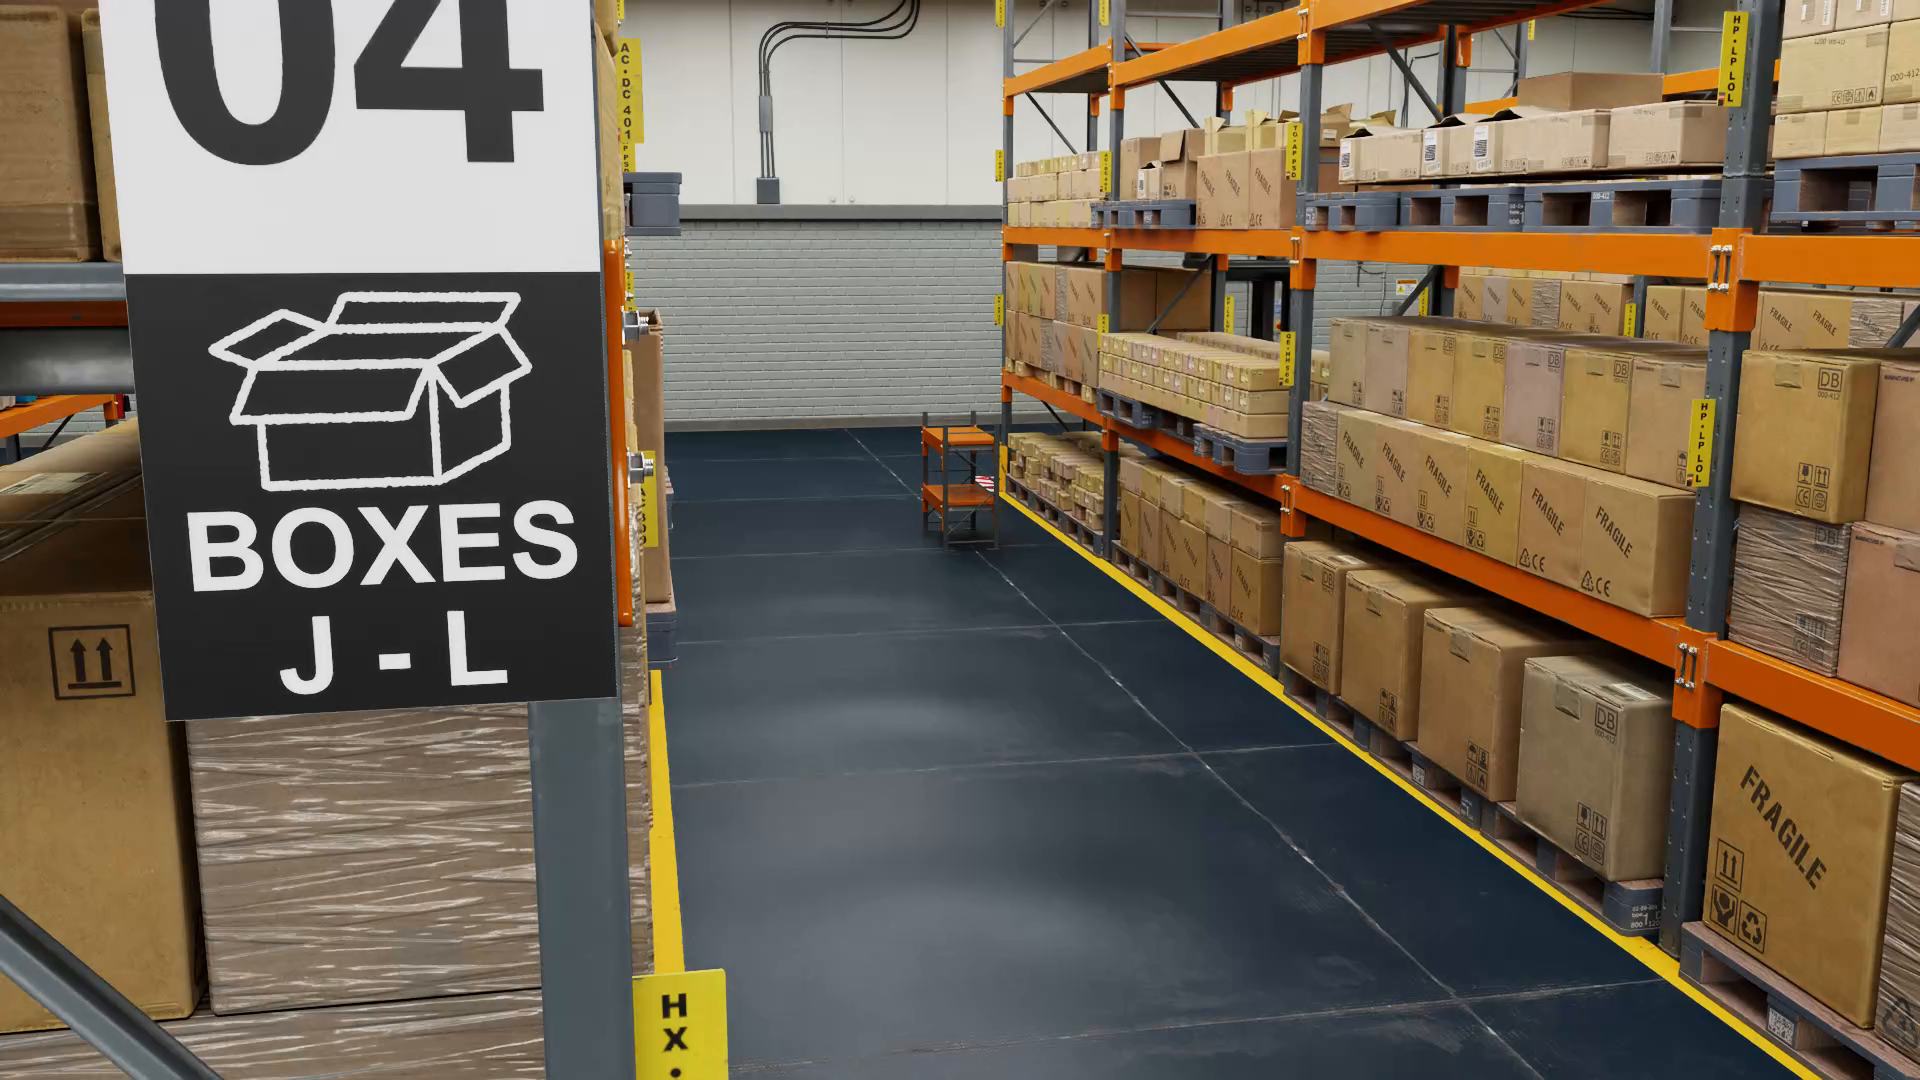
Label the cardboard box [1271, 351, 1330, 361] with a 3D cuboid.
[{"bbox_3d":[2.405,-1.245,11.672,0.380,0.149,0.250,-2,11,-8],"label":"cardboard box"}]

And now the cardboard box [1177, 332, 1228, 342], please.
[{"bbox_3d":[2.000,-1.628,13.683,0.380,0.149,0.250,-2,11,-8],"label":"cardboard box"}]

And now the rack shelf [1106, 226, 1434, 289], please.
[{"bbox_3d":[2.120,-2.072,11.964,1.077,0.370,4.000,-2,11,-11],"label":"rack shelf"}]

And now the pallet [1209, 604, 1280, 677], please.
[{"bbox_3d":[2.358,0.641,11.264,1.003,0.211,1.213,-2,11,-11],"label":"pallet"}]

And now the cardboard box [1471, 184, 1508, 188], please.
[{"bbox_3d":[5.964,-3.827,18.270,0.500,0.250,0.500,-3,11,-16],"label":"cardboard box"}]

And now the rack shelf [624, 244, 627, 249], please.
[{"bbox_3d":[-3.543,-2.644,14.968,1.077,0.370,4.000,-2,11,-11],"label":"rack shelf"}]

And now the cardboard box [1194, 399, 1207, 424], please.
[{"bbox_3d":[1.820,-0.881,11.350,0.380,0.149,0.250,-2,11,-12],"label":"cardboard box"}]

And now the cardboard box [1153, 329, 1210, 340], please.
[{"bbox_3d":[1.881,-1.614,14.592,0.500,0.500,0.500,-2,11,-12],"label":"cardboard box"}]

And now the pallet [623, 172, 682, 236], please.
[{"bbox_3d":[-1.614,-1.188,5.897,1.213,0.211,1.003,-2,11,-11],"label":"pallet"}]

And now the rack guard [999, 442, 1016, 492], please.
[{"bbox_3d":[0.967,-0.811,18.119,1.175,0.500,0.348,-2,11,-11],"label":"rack guard"}]

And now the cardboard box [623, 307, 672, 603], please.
[{"bbox_3d":[-1.616,-0.342,6.242,1.000,1.000,1.000,-2,11,-11],"label":"cardboard box"}]

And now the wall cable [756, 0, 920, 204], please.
[{"bbox_3d":[-1.651,-7.581,22.354,2.277,5.999,0.120,-2,11,-11],"label":"wall cable"}]

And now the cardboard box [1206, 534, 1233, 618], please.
[{"bbox_3d":[2.027,0.230,11.529,0.500,0.500,0.500,-2,11,-9],"label":"cardboard box"}]

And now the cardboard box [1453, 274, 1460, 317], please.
[{"bbox_3d":[5.602,-2.693,18.382,0.500,0.500,0.500,-2,11,-12],"label":"cardboard box"}]

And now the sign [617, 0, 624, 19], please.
[{"bbox_3d":[-3.397,-5.353,16.542,0.100,0.325,0.005,-2,11,-11],"label":"sign"}]

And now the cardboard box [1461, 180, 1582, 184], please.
[{"bbox_3d":[3.006,-2.090,8.979,0.500,0.311,0.500,-2,11,-11],"label":"cardboard box"}]

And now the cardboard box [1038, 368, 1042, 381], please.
[{"bbox_3d":[0.998,-1.668,16.611,0.380,0.149,0.250,-2,11,-12],"label":"cardboard box"}]

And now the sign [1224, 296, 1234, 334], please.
[{"bbox_3d":[2.274,-1.909,14.105,0.100,0.325,0.005,-2,11,-11],"label":"sign"}]

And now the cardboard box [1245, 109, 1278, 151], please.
[{"bbox_3d":[2.061,-2.642,10.720,0.396,0.266,0.258,-2,11,-11],"label":"cardboard box"}]

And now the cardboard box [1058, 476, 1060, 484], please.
[{"bbox_3d":[1.159,-0.611,16.089,0.380,0.149,0.250,-2,11,-8],"label":"cardboard box"}]

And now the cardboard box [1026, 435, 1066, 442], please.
[{"bbox_3d":[0.893,-0.996,17.318,0.380,0.149,0.250,-2,11,-10],"label":"cardboard box"}]

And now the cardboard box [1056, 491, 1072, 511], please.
[{"bbox_3d":[1.119,-0.374,15.641,0.380,0.149,0.250,-2,11,-11],"label":"cardboard box"}]

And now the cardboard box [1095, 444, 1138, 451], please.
[{"bbox_3d":[1.567,-0.875,16.680,0.380,0.149,0.250,-2,11,-9],"label":"cardboard box"}]

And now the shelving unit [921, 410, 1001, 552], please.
[{"bbox_3d":[-0.001,-0.554,15.098,0.538,1.125,1.048,-2,11,-11],"label":"shelving unit"}]

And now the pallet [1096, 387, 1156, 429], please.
[{"bbox_3d":[1.737,-1.079,13.358,1.003,0.211,1.213,-2,11,-11],"label":"pallet"}]

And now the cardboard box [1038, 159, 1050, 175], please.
[{"bbox_3d":[0.964,-3.587,15.993,0.380,0.149,0.250,-2,11,-9],"label":"cardboard box"}]

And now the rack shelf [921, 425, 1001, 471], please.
[{"bbox_3d":[-0.001,-0.841,15.043,0.538,0.278,1.000,-2,11,-11],"label":"rack shelf"}]

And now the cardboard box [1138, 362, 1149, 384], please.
[{"bbox_3d":[1.565,-1.267,12.585,0.380,0.149,0.250,-2,11,-9],"label":"cardboard box"}]

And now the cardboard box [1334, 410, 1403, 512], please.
[{"bbox_3d":[2.433,-0.449,9.267,0.500,0.500,0.500,-2,11,-12],"label":"cardboard box"}]

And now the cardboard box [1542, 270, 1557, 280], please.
[{"bbox_3d":[6.008,-2.658,16.464,0.380,0.149,0.250,-2,11,-12],"label":"cardboard box"}]

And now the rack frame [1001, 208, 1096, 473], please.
[{"bbox_3d":[0.953,-2.053,17.958,1.000,3.000,0.127,-2,11,-11],"label":"rack frame"}]

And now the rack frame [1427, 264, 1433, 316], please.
[{"bbox_3d":[5.789,-2.251,19.002,1.000,3.000,0.127,-2,11,-11],"label":"rack frame"}]

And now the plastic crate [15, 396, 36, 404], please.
[{"bbox_3d":[-8.140,-1.291,14.242,0.416,0.233,0.300,-2,11,-11],"label":"plastic crate"}]

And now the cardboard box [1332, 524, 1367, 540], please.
[{"bbox_3d":[2.612,-0.067,11.085,0.500,0.250,0.500,-3,11,-14],"label":"cardboard box"}]

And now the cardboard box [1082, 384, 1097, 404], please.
[{"bbox_3d":[1.288,-1.283,14.585,0.380,0.149,0.250,-2,11,-13],"label":"cardboard box"}]

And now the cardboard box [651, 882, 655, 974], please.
[{"bbox_3d":[-0.839,0.828,3.498,0.380,0.149,0.250,-2,11,-11],"label":"cardboard box"}]

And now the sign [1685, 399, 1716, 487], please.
[{"bbox_3d":[2.756,-0.360,6.181,0.100,0.325,0.005,-2,11,-11],"label":"sign"}]

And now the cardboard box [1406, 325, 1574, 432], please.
[{"bbox_3d":[2.788,-0.856,8.731,0.700,0.500,0.500,-2,11,-12],"label":"cardboard box"}]

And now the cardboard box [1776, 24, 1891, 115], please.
[{"bbox_3d":[3.107,-1.553,5.528,0.500,0.250,0.500,-2,11,-11],"label":"cardboard box"}]

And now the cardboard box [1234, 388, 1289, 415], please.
[{"bbox_3d":[1.966,-0.888,10.595,0.380,0.149,0.250,-2,11,-10],"label":"cardboard box"}]

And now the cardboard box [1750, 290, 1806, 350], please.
[{"bbox_3d":[6.591,-1.782,13.597,0.500,0.500,0.500,-2,11,-12],"label":"cardboard box"}]

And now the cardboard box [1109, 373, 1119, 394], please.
[{"bbox_3d":[1.416,-1.262,13.355,0.380,0.149,0.250,-2,11,-10],"label":"cardboard box"}]

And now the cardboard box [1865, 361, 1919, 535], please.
[{"bbox_3d":[3.546,-0.290,5.410,0.875,0.550,0.550,-2,11,-11],"label":"cardboard box"}]

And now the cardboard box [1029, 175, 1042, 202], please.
[{"bbox_3d":[0.972,-3.419,16.181,0.500,0.250,0.500,-2,11,-10],"label":"cardboard box"}]

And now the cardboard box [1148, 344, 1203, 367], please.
[{"bbox_3d":[1.609,-1.368,12.319,0.380,0.149,0.250,-2,11,-9],"label":"cardboard box"}]

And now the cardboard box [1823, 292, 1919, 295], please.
[{"bbox_3d":[7.202,-1.702,13.176,0.500,0.500,0.500,-2,11,-10],"label":"cardboard box"}]

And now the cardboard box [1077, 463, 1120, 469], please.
[{"bbox_3d":[1.288,-0.614,15.311,0.380,0.149,0.250,-2,11,-9],"label":"cardboard box"}]

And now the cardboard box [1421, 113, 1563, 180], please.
[{"bbox_3d":[2.631,-1.944,8.212,0.500,0.311,0.500,-2,11,-12],"label":"cardboard box"}]

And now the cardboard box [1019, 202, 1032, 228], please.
[{"bbox_3d":[0.887,-3.264,16.702,0.500,0.250,0.500,-2,11,-9],"label":"cardboard box"}]

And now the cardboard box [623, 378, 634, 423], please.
[{"bbox_3d":[-1.046,-0.120,4.070,0.500,0.500,0.500,-2,11,-11],"label":"cardboard box"}]

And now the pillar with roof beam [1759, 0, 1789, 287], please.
[{"bbox_3d":[6.794,-5.750,21.340,9.100,9.000,0.400,-2,11,-11],"label":"pillar with roof beam"}]

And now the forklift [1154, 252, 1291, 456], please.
[{"bbox_3d":[2.771,-1.712,16.350,1.130,2.935,3.031,-1,11,-7],"label":"forklift"}]
